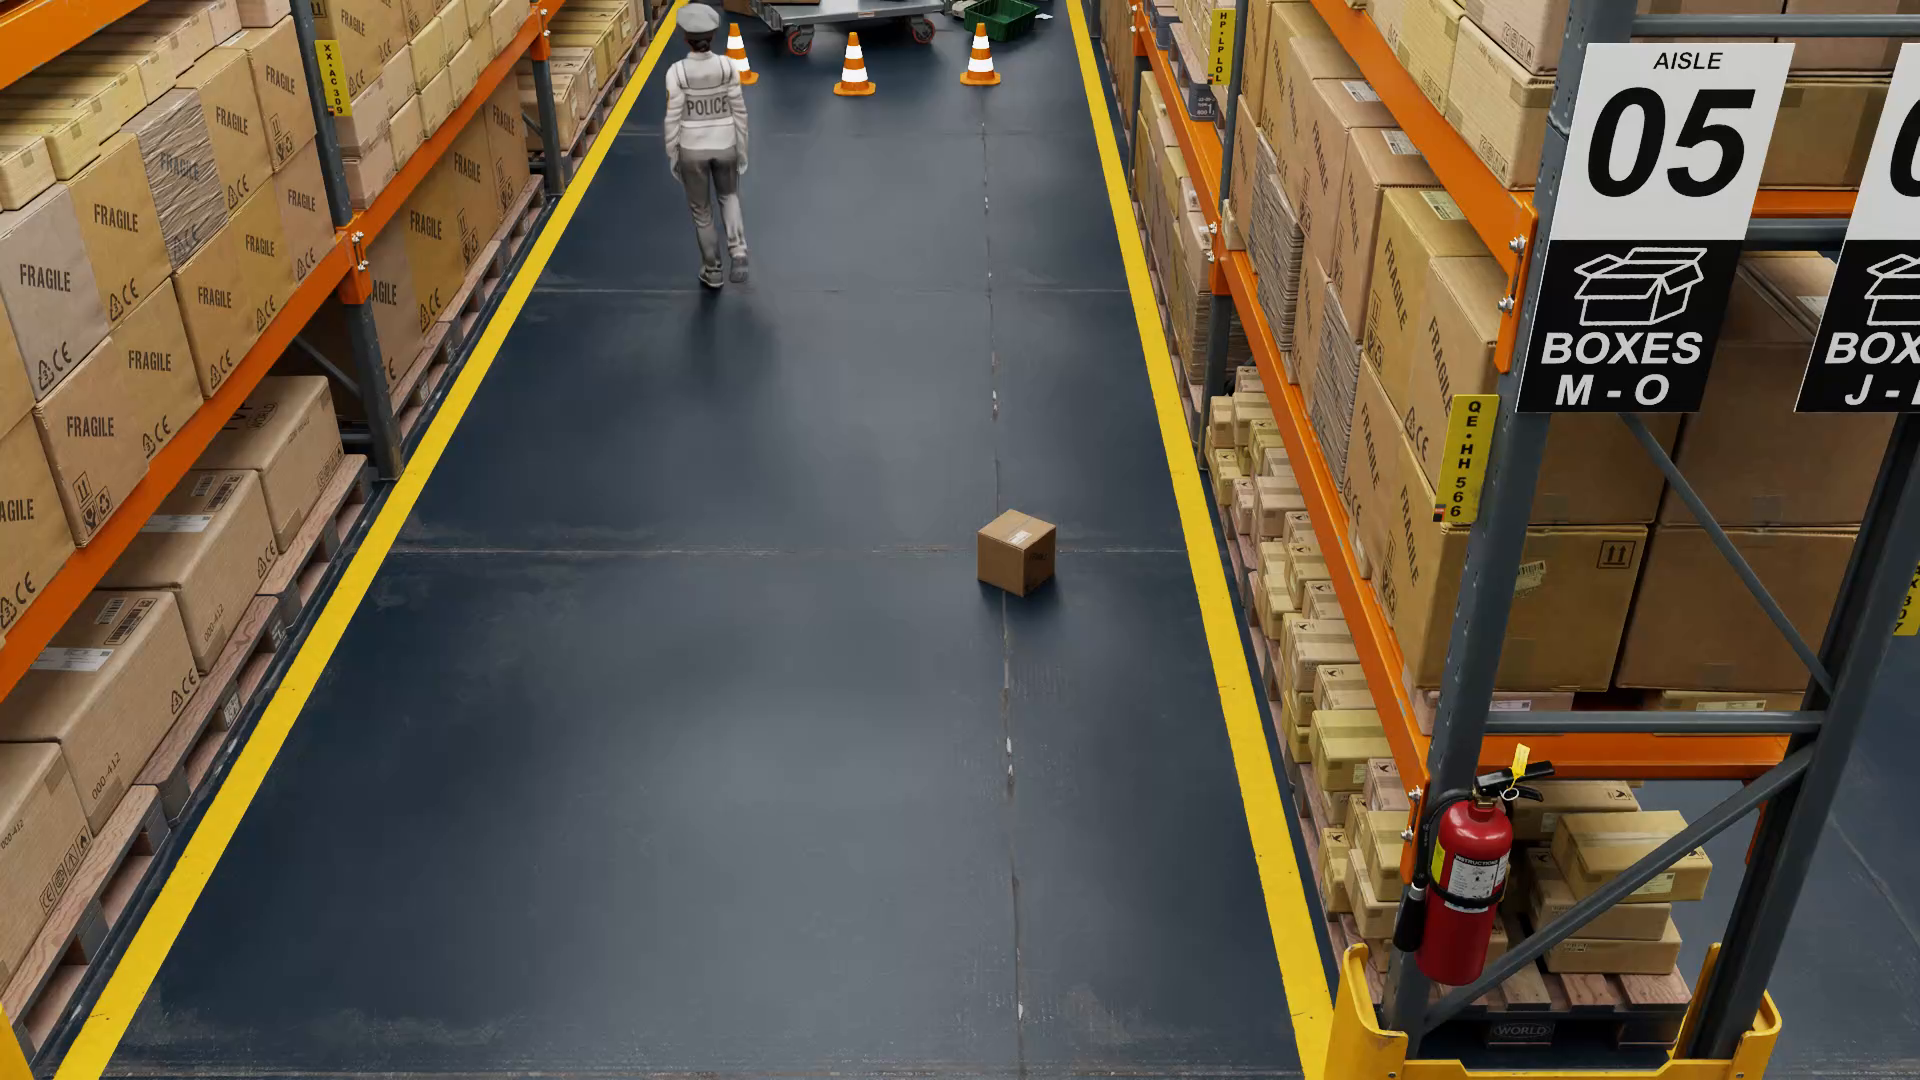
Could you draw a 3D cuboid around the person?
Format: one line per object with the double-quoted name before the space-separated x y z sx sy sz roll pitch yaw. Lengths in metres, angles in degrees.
"person" -1.486 -2.291 9.778 0.492 1.681 0.454 -13 34 -20
